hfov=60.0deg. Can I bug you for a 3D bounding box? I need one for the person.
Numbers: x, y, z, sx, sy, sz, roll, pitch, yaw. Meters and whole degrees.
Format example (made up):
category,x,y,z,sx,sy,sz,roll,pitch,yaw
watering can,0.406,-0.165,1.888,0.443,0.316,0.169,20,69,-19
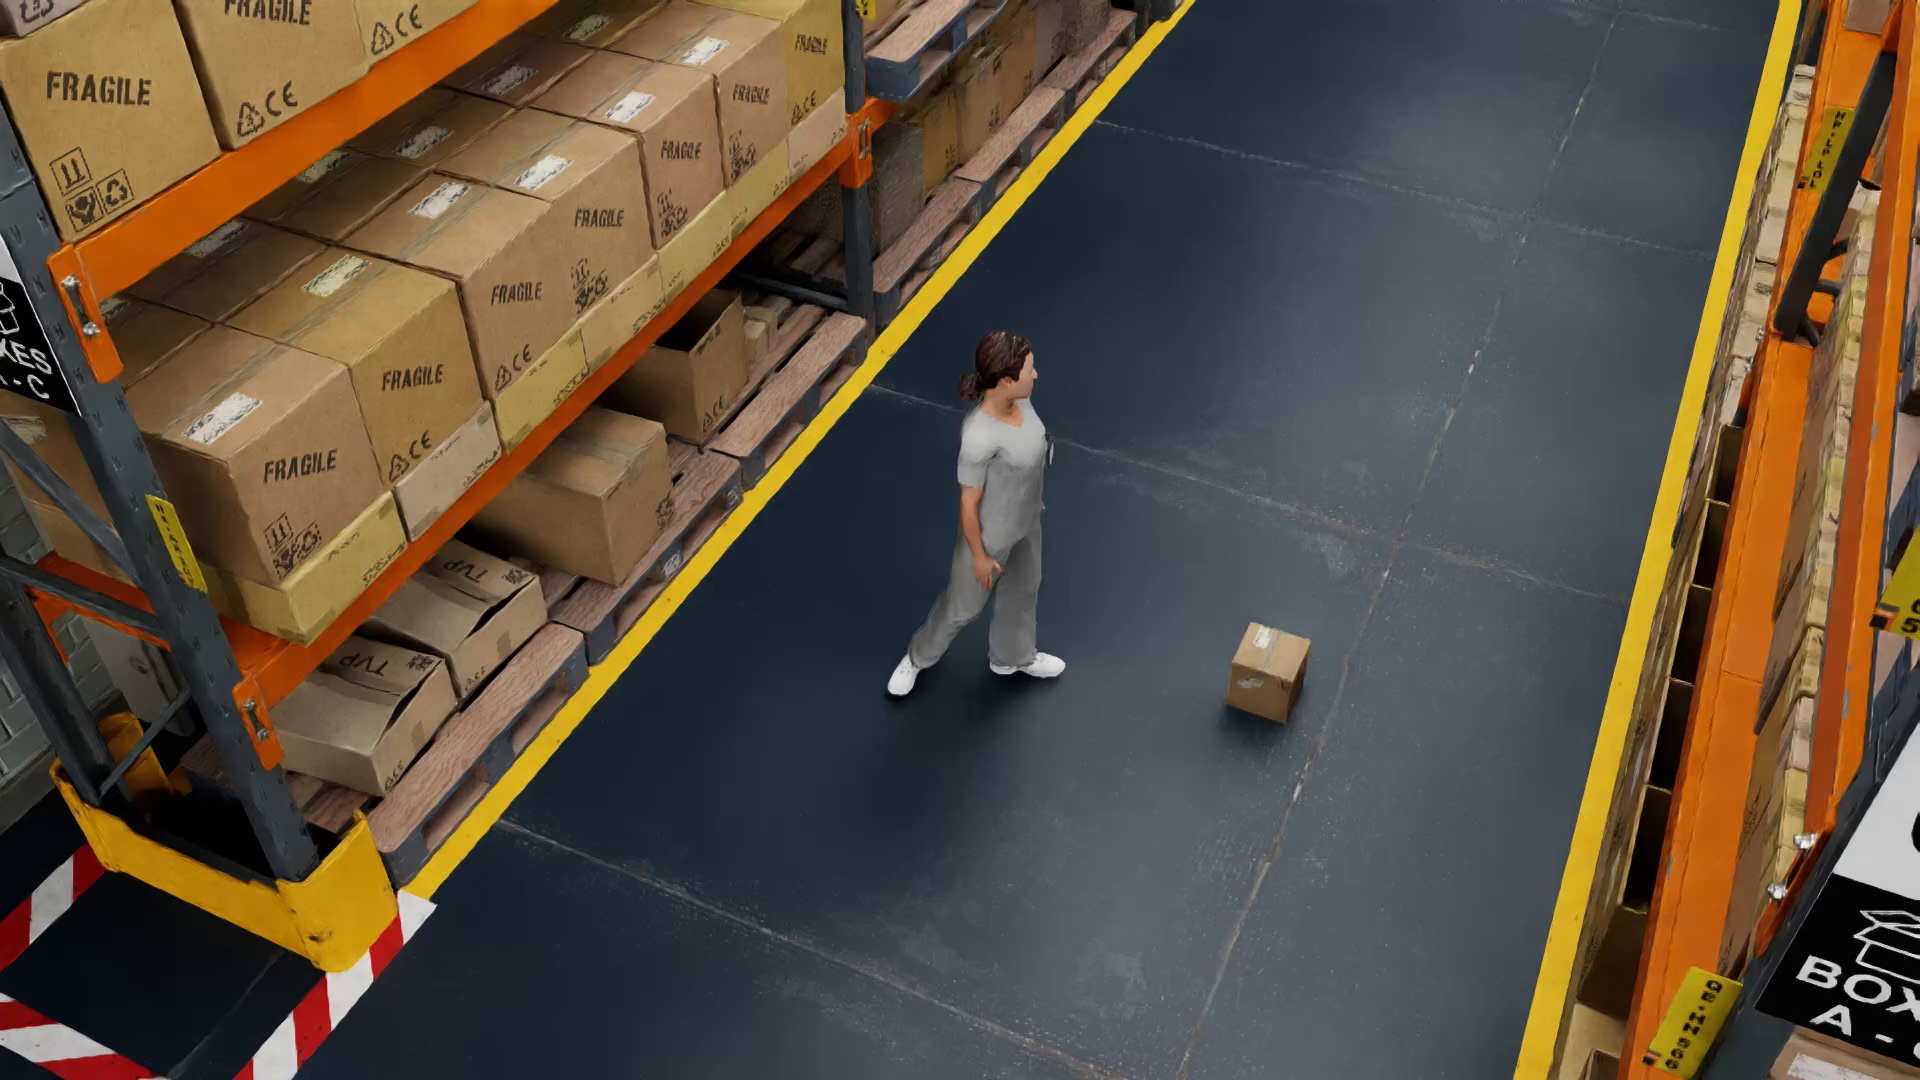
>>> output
category,x,y,z,sx,sy,sz,roll,pitch,yaw
person,0.088,-0.060,6.233,0.570,1.667,0.646,22,47,23
